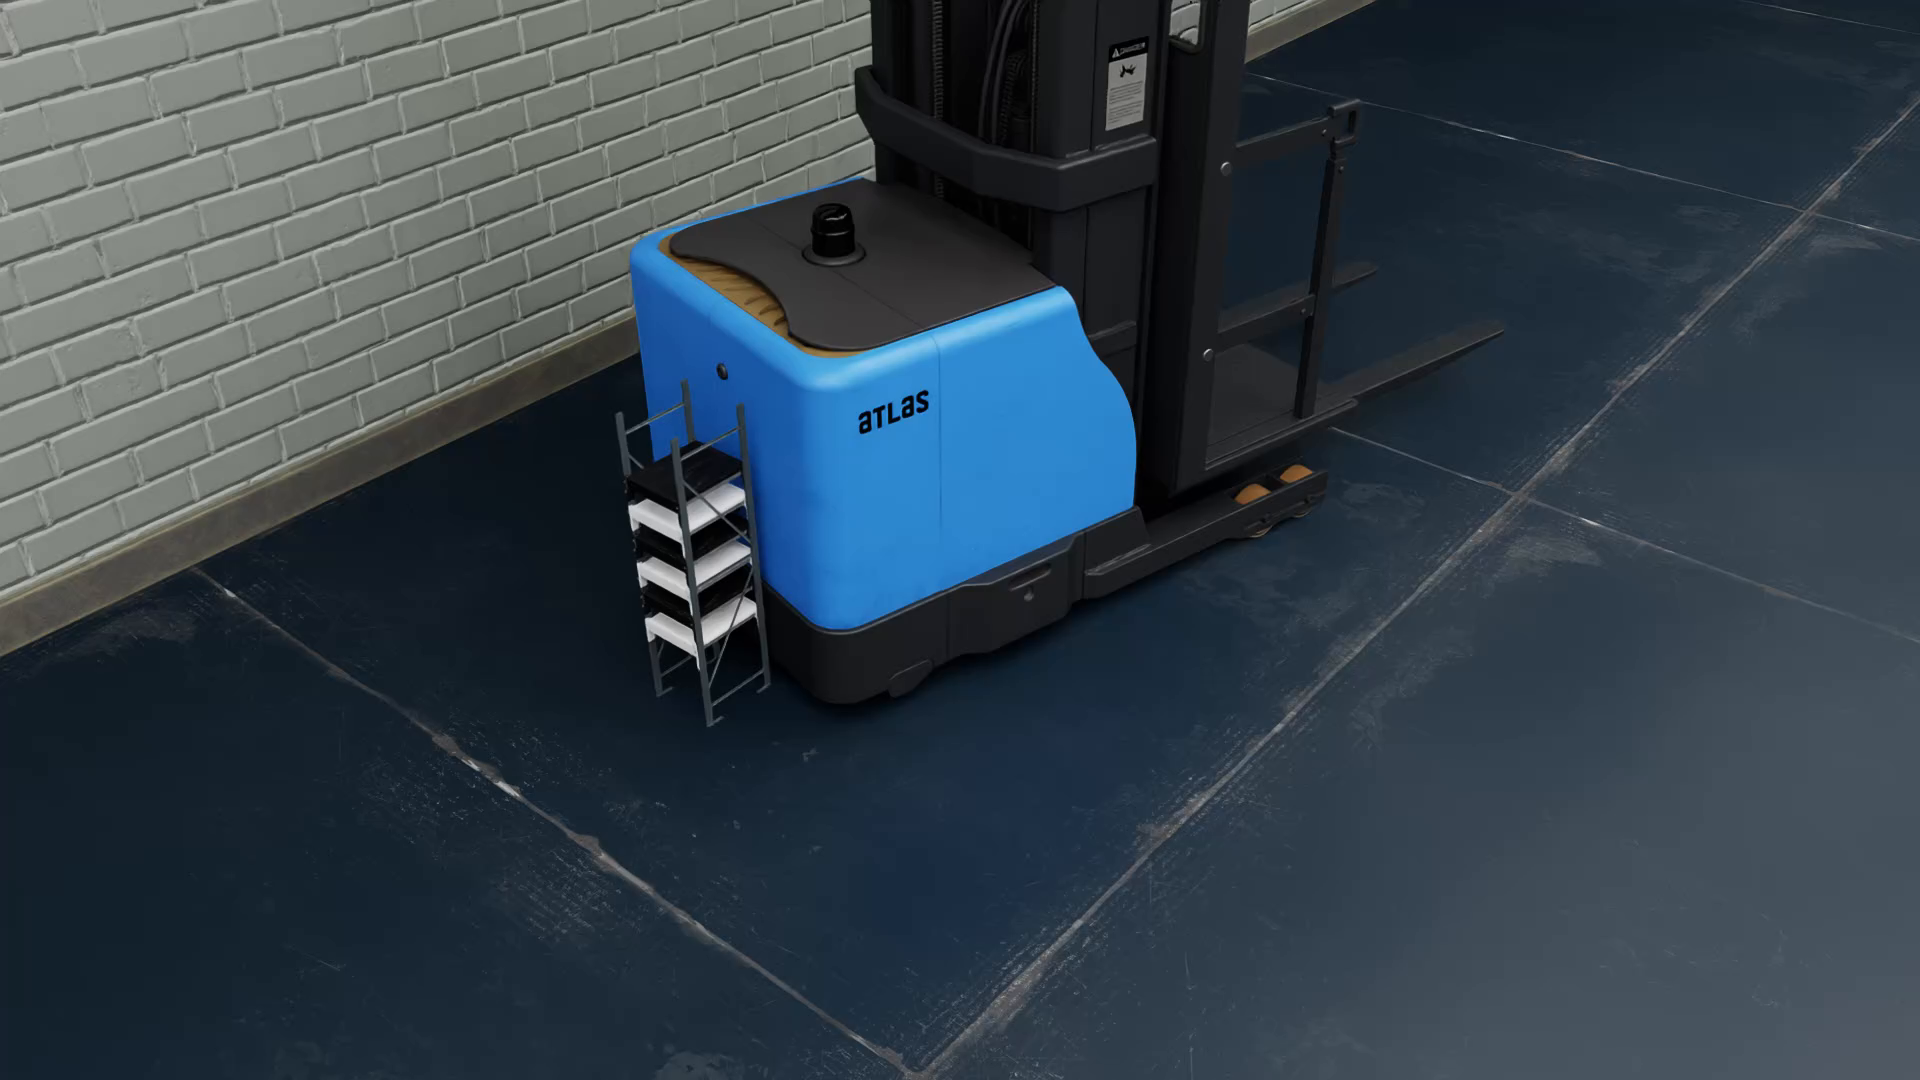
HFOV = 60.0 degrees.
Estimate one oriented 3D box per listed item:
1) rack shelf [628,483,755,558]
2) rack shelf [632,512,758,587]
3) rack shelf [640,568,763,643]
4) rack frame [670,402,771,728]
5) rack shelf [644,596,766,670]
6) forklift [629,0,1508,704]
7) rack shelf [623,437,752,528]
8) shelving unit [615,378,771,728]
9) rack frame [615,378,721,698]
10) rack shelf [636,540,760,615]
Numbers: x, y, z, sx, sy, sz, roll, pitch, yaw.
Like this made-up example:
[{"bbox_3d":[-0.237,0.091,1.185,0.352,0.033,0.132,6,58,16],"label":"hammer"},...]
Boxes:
[{"bbox_3d":[-0.693,-0.075,4.302,0.200,0.077,0.258,24,41,32],"label":"rack shelf"},{"bbox_3d":[-0.692,0.000,4.352,0.200,0.077,0.258,24,41,32],"label":"rack shelf"},{"bbox_3d":[-0.690,0.149,4.452,0.200,0.077,0.258,24,41,32],"label":"rack shelf"},{"bbox_3d":[-0.613,0.082,4.329,0.006,0.900,0.240,24,41,32],"label":"rack frame"},{"bbox_3d":[-0.688,0.224,4.503,0.200,0.077,0.258,24,41,32],"label":"rack shelf"},{"bbox_3d":[0.561,-1.433,4.747,3.031,2.935,1.130,-23,41,-30],"label":"forklift"},{"bbox_3d":[-0.694,-0.150,4.251,0.200,0.077,0.258,24,41,32],"label":"rack shelf"},{"bbox_3d":[-0.691,0.047,4.384,0.210,0.900,0.258,24,41,32],"label":"shelving unit"},{"bbox_3d":[-0.769,0.011,4.438,0.006,0.900,0.240,24,41,32],"label":"rack frame"},{"bbox_3d":[-0.691,0.075,4.402,0.200,0.077,0.258,24,41,32],"label":"rack shelf"}]
